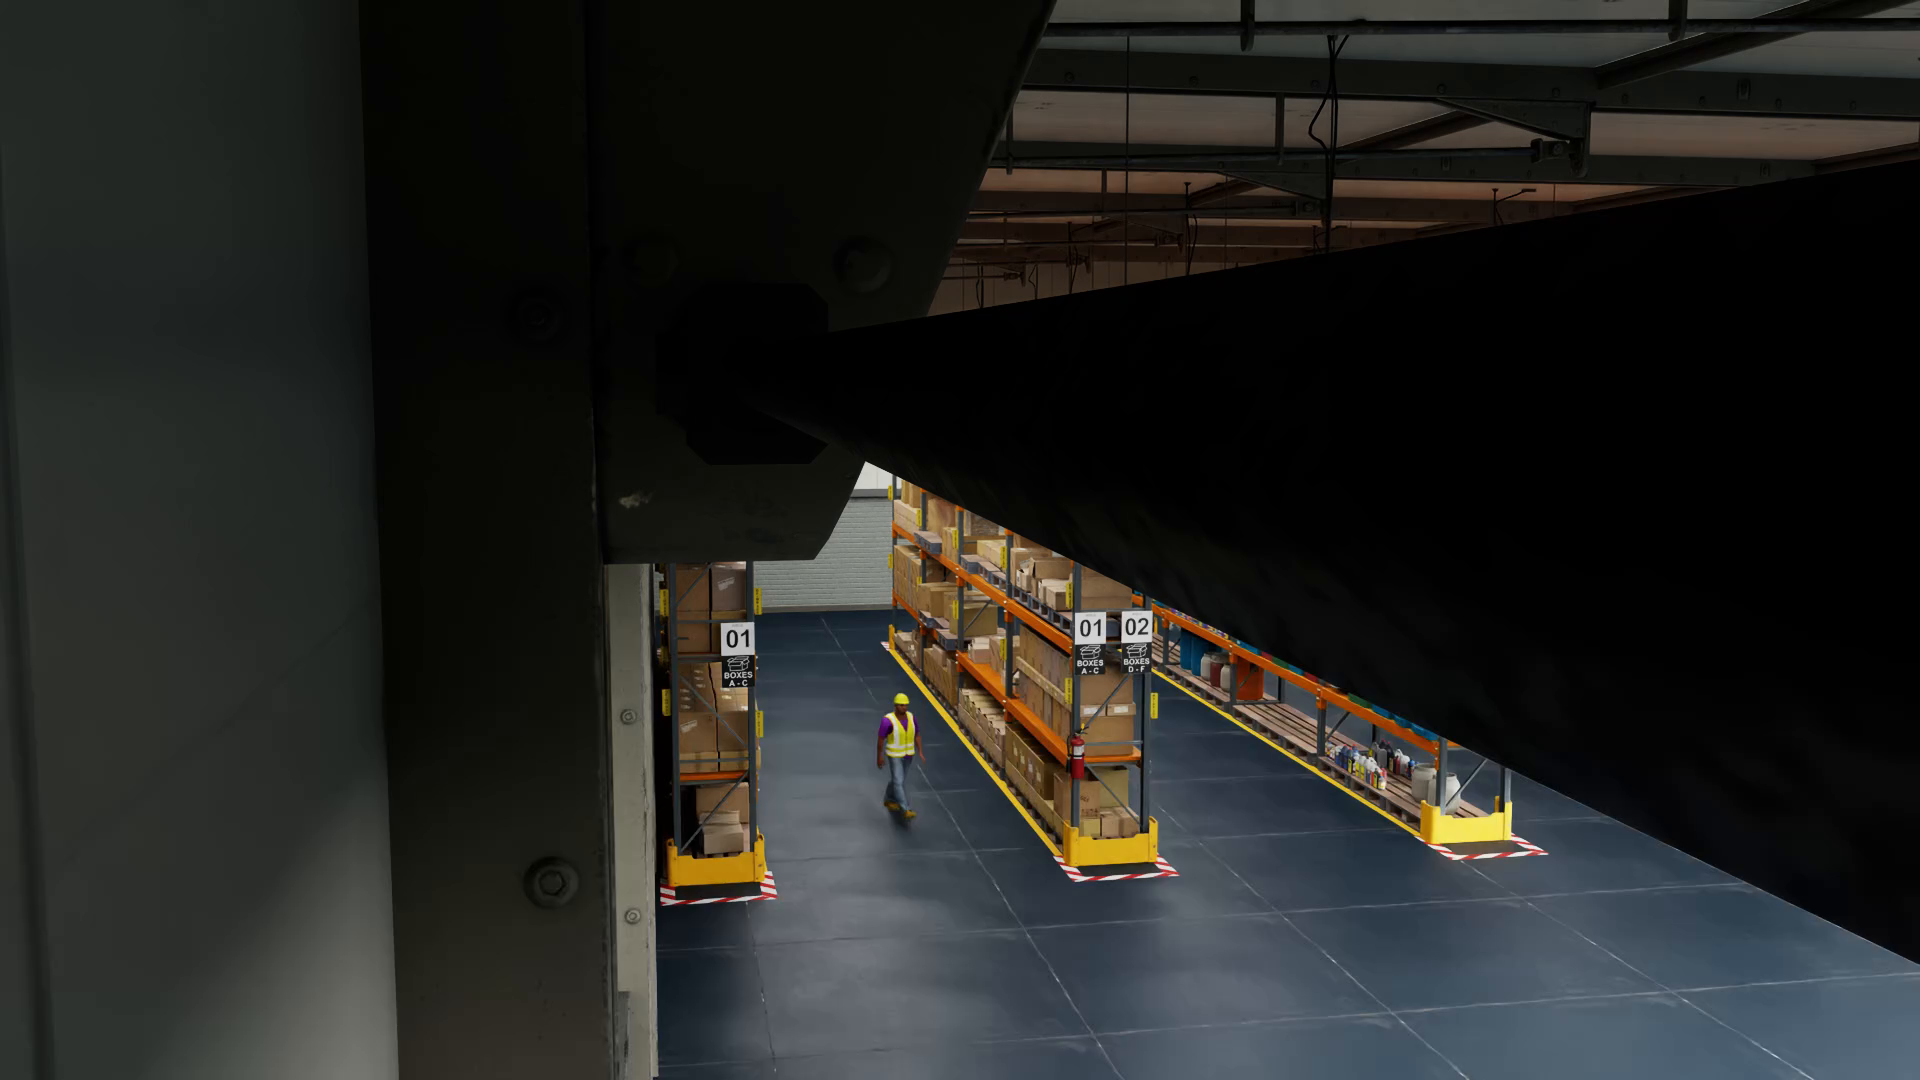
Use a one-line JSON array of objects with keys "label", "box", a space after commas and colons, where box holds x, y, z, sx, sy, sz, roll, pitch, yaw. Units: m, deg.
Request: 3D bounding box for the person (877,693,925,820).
[{"label": "person", "box": [-0.776, 2.970, 22.991, 0.590, 1.699, 1.082, -5, 8, -39]}]

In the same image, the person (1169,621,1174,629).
[{"label": "person", "box": [5.121, 1.352, 38.508, 0.524, 1.603, 1.043, -1, 6, -11]}]
